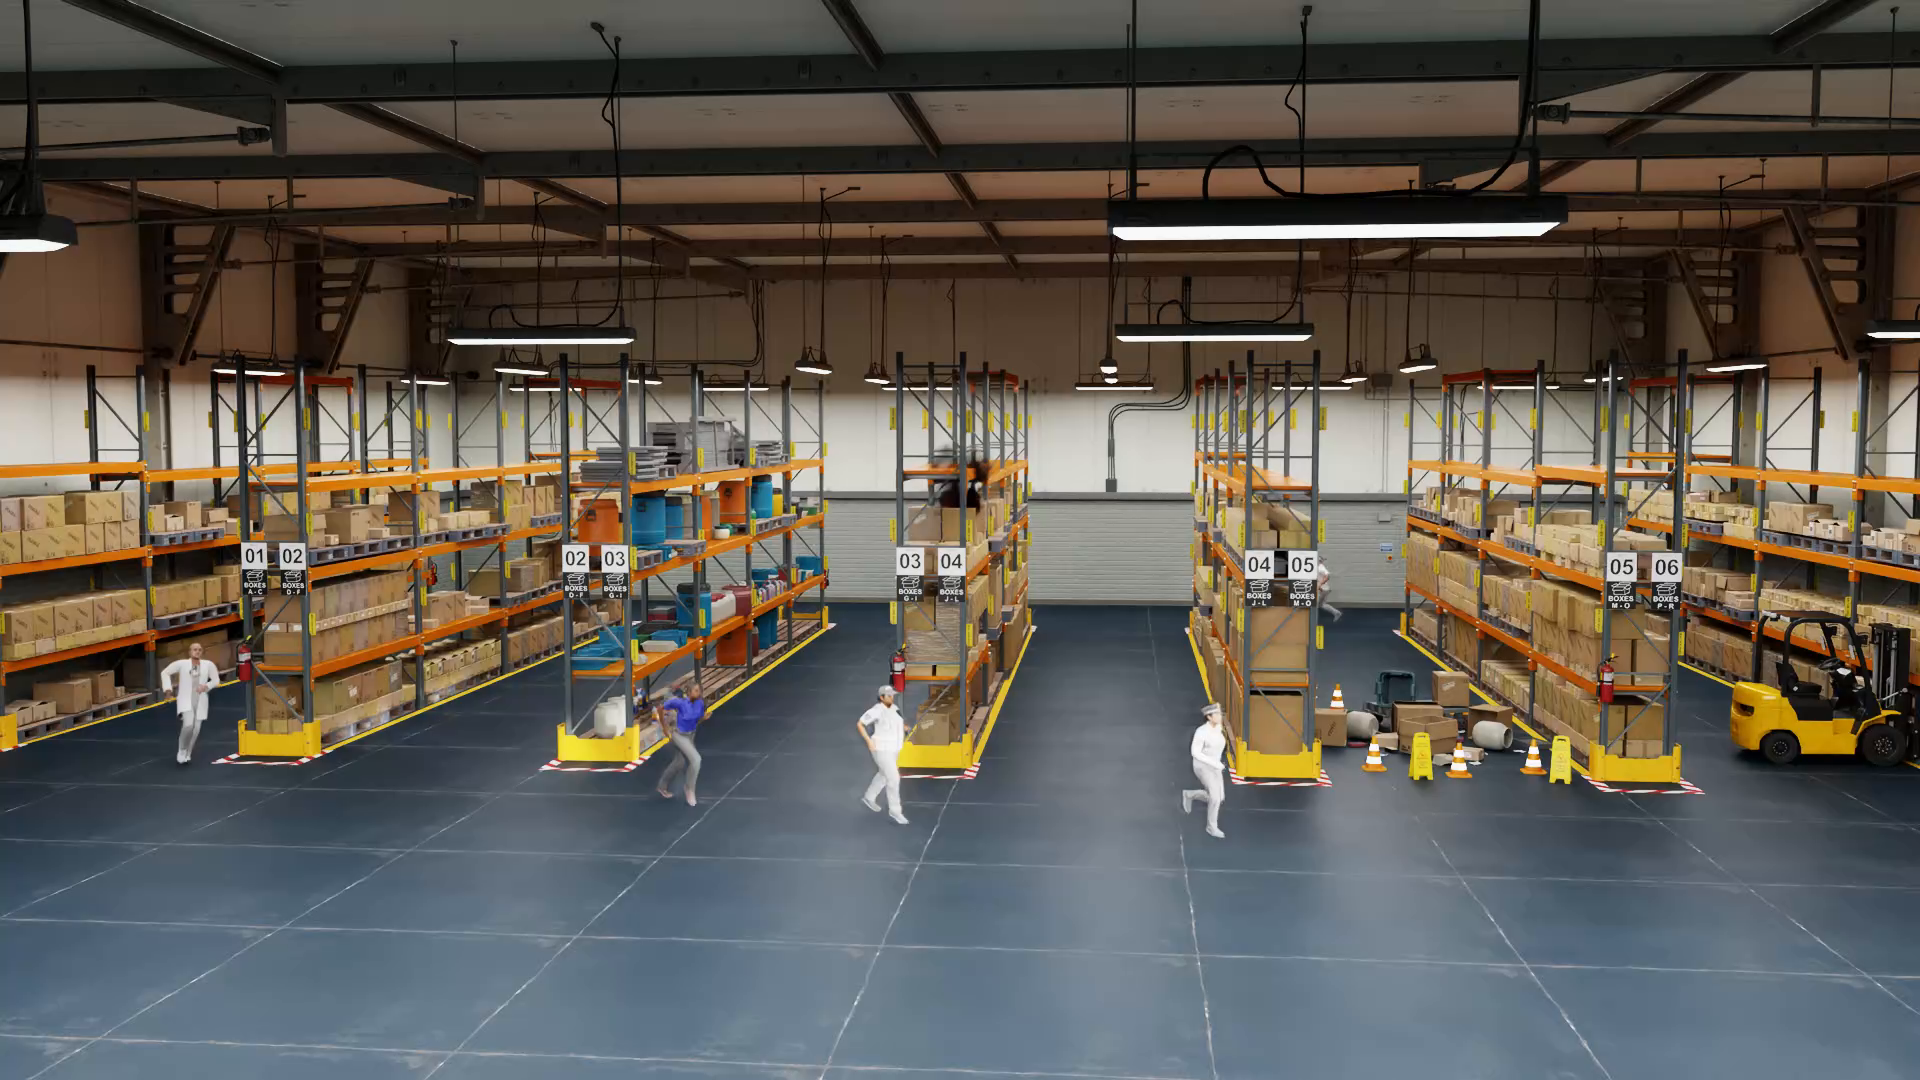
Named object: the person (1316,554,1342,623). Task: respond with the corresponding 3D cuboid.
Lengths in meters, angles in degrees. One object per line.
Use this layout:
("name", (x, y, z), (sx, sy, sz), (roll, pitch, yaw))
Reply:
("person", (8.851, 1.239, 40.579), (0.966, 1.799, 0.672), (1, 4, 12))

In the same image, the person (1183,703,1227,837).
("person", (2.982, 2.770, 20.189), (0.663, 1.654, 0.648), (4, 5, 42))

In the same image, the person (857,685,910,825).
("person", (-0.942, 2.678, 20.942), (0.826, 1.714, 0.586), (3, 5, 32))

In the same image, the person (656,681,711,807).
("person", (-3.645, 2.657, 21.805), (0.904, 1.620, 0.569), (2, 5, 29))

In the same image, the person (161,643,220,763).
("person", (-11.285, 2.391, 24.488), (0.733, 1.737, 0.648), (-4, 5, -41))
